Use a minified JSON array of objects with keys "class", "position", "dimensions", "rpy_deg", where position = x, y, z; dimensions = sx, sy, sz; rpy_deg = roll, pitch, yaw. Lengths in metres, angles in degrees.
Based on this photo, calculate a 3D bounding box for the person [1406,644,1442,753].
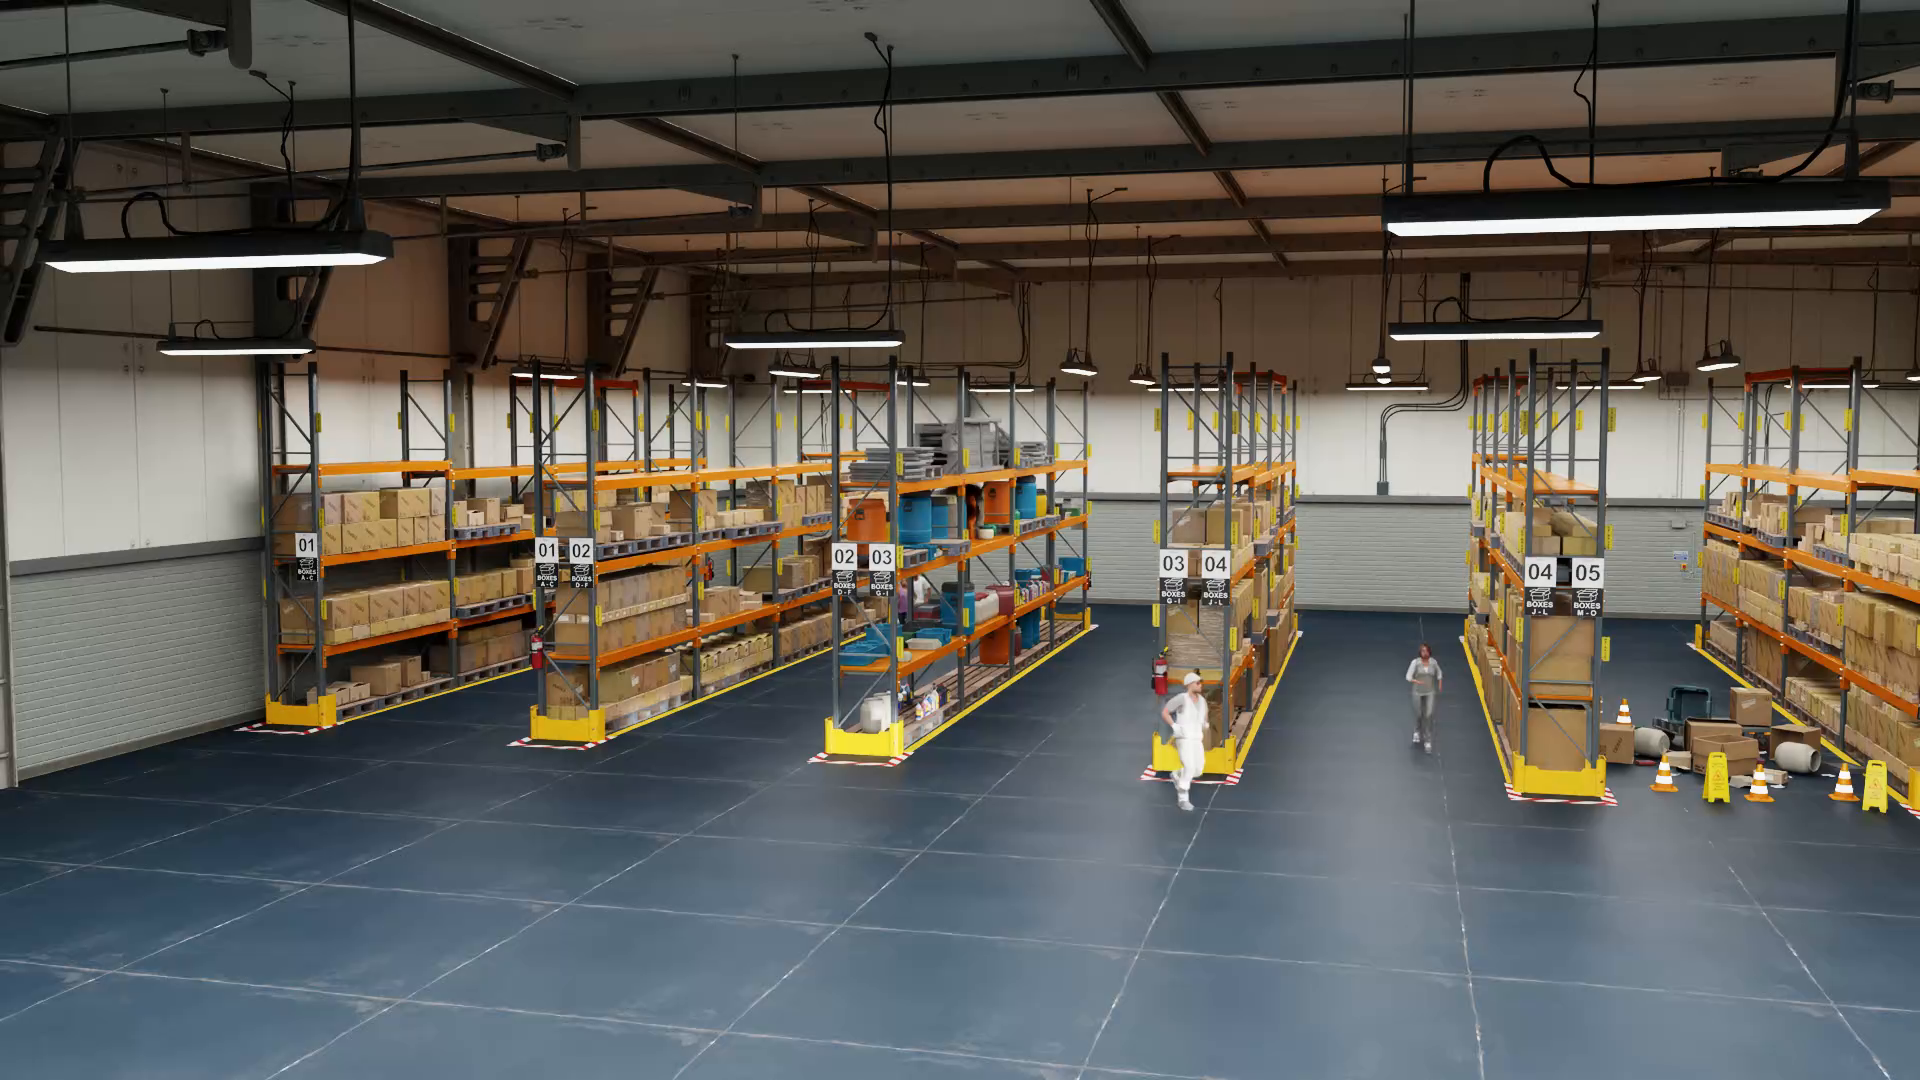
[{"class":"person","position":[7.140,2.403,25.590],"dimensions":[0.557,1.630,0.758],"rpy_deg":[1,4,9]}]

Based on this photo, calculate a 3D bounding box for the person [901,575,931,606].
[{"class":"person","position":[-1.052,1.445,38.190],"dimensions":[0.706,1.724,0.567],"rpy_deg":[1,4,7]}]

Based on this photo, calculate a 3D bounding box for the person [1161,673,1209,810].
[{"class":"person","position":[3.019,2.617,21.937],"dimensions":[0.692,1.733,0.785],"rpy_deg":[-2,5,-32]}]

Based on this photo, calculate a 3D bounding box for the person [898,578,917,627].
[{"class":"person","position":[-1.221,1.615,36.732],"dimensions":[0.522,1.639,0.698],"rpy_deg":[0,4,3]}]
